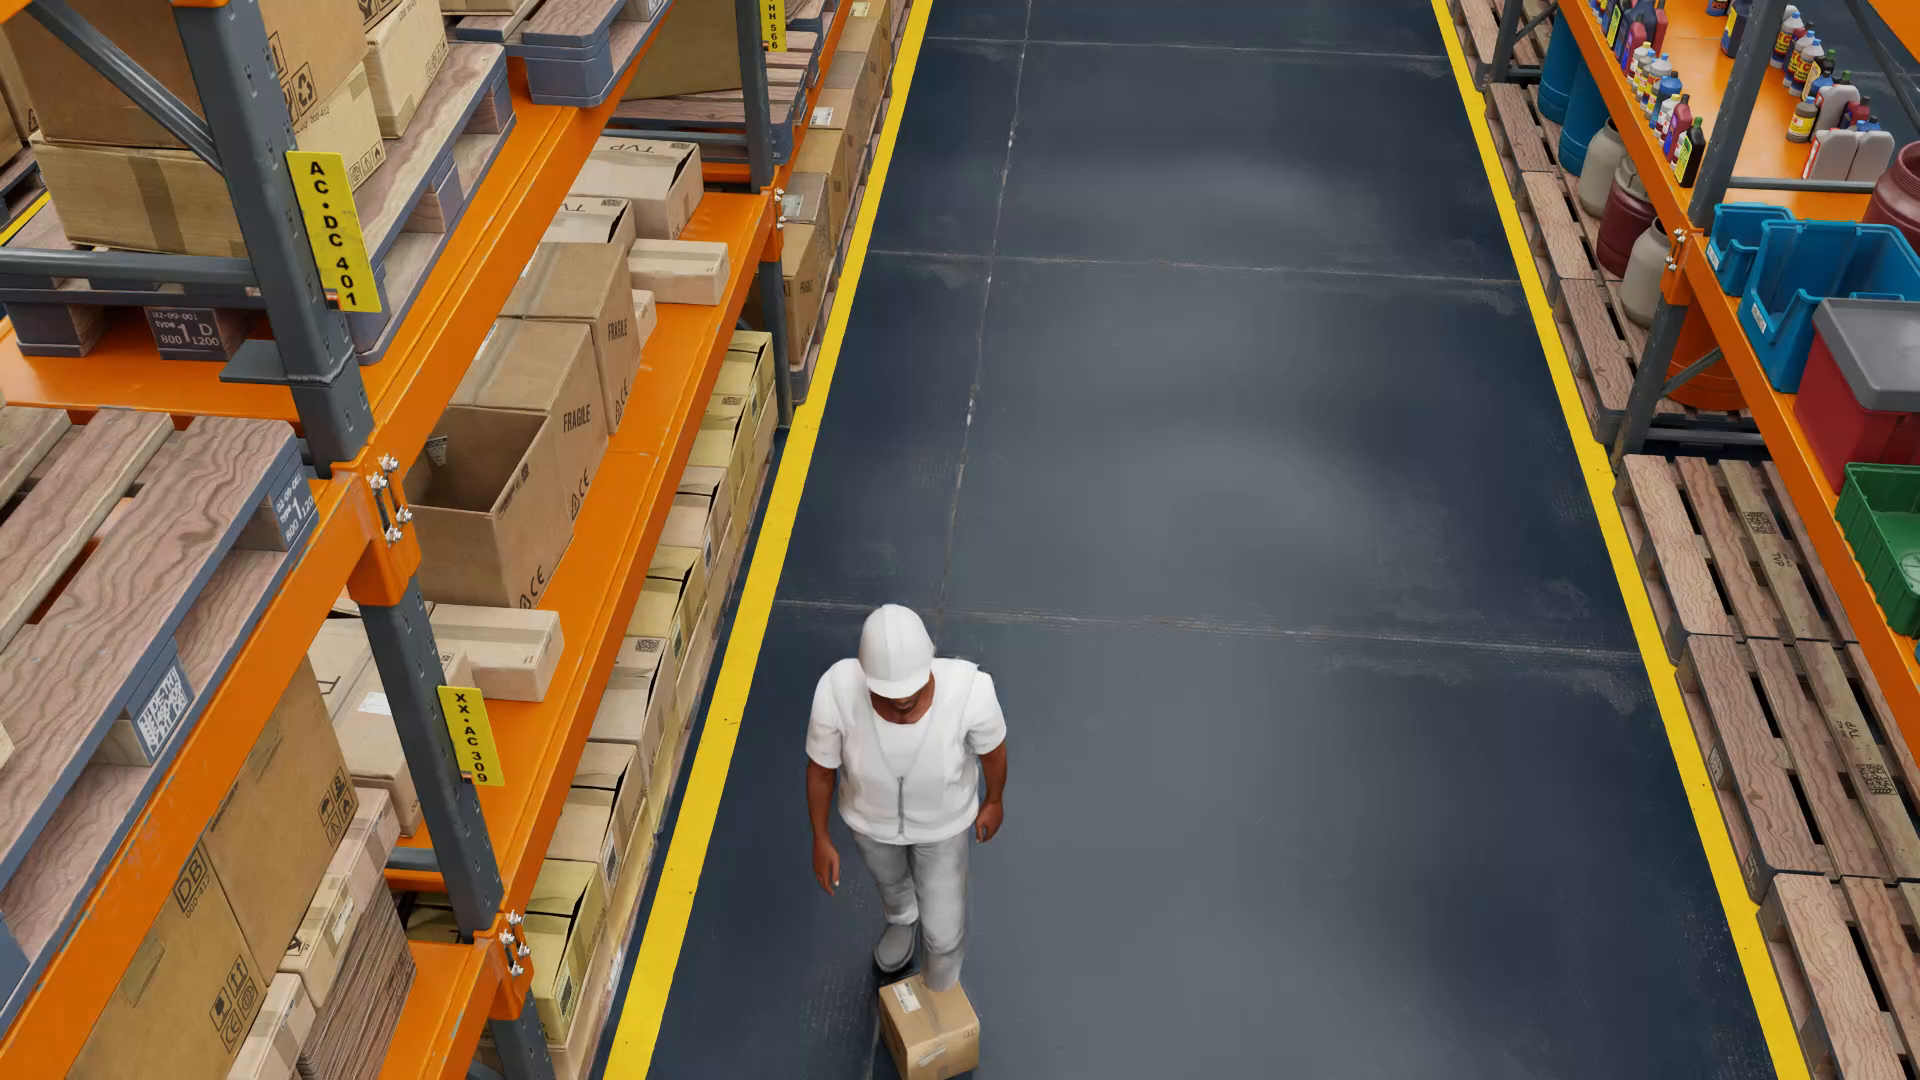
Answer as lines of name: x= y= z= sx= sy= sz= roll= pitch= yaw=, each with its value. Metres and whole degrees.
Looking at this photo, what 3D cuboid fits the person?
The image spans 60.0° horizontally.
person: x=-0.158 y=0.861 z=5.146 sx=0.593 sy=1.831 sz=0.624 roll=4 pitch=40 yaw=5
